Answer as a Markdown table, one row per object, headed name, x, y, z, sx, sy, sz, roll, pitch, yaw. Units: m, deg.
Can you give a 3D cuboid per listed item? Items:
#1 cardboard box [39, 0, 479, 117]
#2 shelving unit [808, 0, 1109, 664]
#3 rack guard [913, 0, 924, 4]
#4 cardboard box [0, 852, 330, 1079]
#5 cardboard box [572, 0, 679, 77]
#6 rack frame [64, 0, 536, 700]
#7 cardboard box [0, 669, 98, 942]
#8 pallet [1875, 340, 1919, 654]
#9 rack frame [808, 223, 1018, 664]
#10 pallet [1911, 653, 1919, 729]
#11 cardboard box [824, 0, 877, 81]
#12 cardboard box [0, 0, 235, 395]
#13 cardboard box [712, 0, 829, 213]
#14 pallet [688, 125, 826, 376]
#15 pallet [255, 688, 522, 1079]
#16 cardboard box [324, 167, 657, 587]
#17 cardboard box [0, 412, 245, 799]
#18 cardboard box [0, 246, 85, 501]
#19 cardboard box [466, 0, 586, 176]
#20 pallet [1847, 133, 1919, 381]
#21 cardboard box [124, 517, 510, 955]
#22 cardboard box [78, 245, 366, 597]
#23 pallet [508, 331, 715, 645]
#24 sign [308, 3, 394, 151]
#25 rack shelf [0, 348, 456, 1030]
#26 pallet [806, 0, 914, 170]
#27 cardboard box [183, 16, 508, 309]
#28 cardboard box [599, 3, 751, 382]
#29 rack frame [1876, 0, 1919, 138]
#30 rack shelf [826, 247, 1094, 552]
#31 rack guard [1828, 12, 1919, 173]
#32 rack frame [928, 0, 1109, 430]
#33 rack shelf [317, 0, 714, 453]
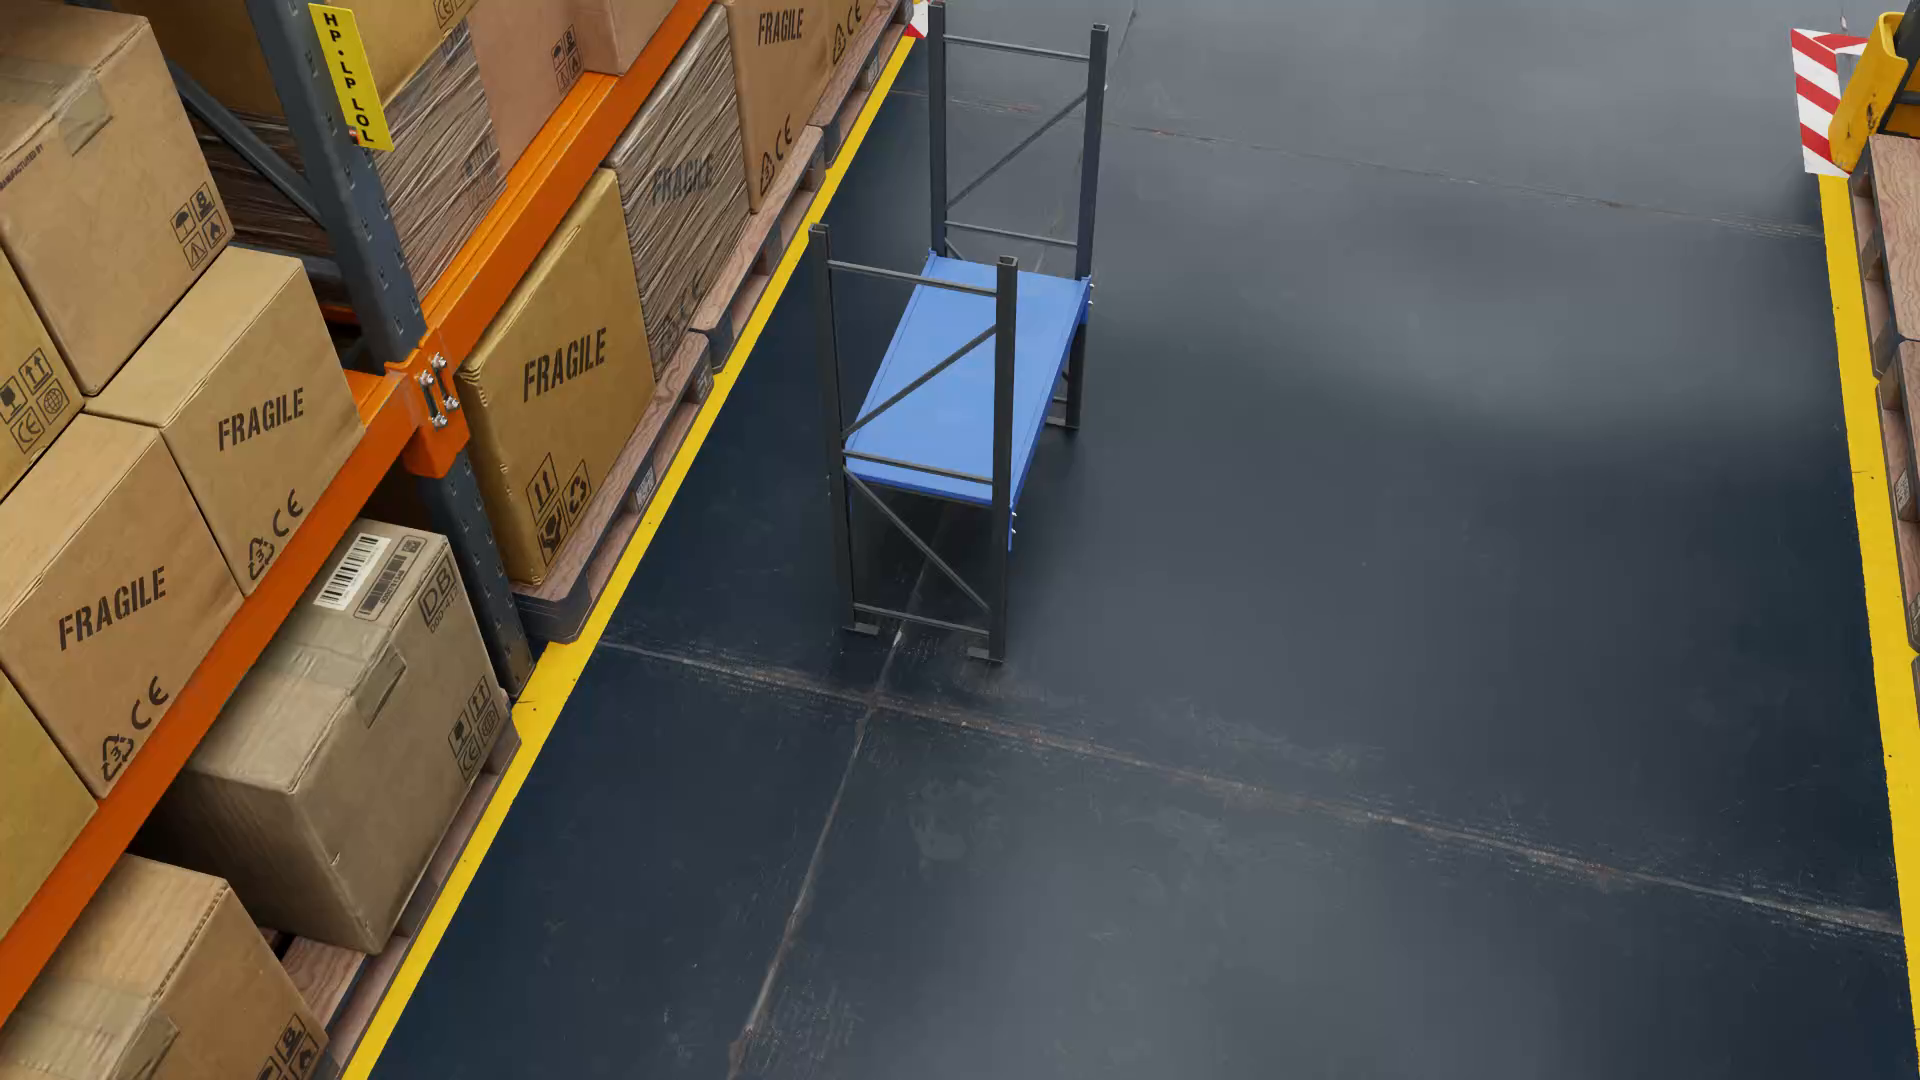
| name | x | y | z | sx | sy | sz | roll | pitch | yaw |
| --- | --- | --- | --- | --- | --- | --- | --- | --- | --- |
| cardboard box | -1.622 | -1.337 | 3.609 | 0.875 | 0.550 | 0.550 | 12 | 50 | 10 |
| shelving unit | 0.022 | -0.558 | 4.742 | 0.538 | 1.500 | 1.048 | 12 | 50 | 10 |
| rack guard | -0.693 | -2.753 | 7.347 | 1.175 | 0.500 | 0.348 | 12 | 50 | 10 |
| cardboard box | -2.086 | 1.099 | 3.500 | 1.050 | 0.750 | 0.750 | 12 | 50 | 10 |
| cardboard box | -1.288 | -1.758 | 4.701 | 0.875 | 0.550 | 0.550 | 12 | 50 | 10 |
| rack frame | -1.752 | -0.670 | 3.841 | 1.000 | 3.000 | 0.127 | 12 | 50 | 10 |
| cardboard box | -1.897 | 0.458 | 2.778 | 0.500 | 0.500 | 0.500 | 12 | 50 | 10 |
| pallet | 3.468 | -0.073 | 5.174 | 1.003 | 0.211 | 1.213 | 12 | 50 | 10 |
| rack frame | -0.111 | -0.190 | 4.418 | 0.500 | 1.500 | 0.032 | 12 | 50 | 10 |
| pallet | 3.149 | 0.812 | 4.393 | 1.003 | 0.211 | 1.213 | 12 | 50 | 10 |
| cardboard box | -0.814 | -2.496 | 6.589 | 0.875 | 0.875 | 0.875 | 12 | 50 | 10 |
| cardboard box | -1.877 | -0.674 | 3.110 | 0.700 | 0.500 | 0.500 | 11 | 49 | 9 |
| cardboard box | -1.043 | -1.859 | 6.027 | 0.875 | 0.875 | 0.875 | 11 | 49 | 9 |
| pallet | -1.157 | -1.167 | 6.139 | 1.003 | 0.211 | 1.213 | 12 | 50 | 10 |
| pallet | -1.882 | 0.826 | 4.380 | 1.003 | 0.211 | 1.213 | 12 | 50 | 10 |
| cardboard box | -1.519 | -0.547 | 4.869 | 0.875 | 0.875 | 0.875 | 12 | 50 | 11 |
| cardboard box | -1.764 | 0.093 | 3.101 | 0.500 | 0.500 | 0.500 | 11 | 50 | 10 |
| cardboard box | -2.010 | -0.301 | 2.782 | 0.700 | 0.500 | 0.500 | 11 | 49 | 9 |
| cardboard box | -1.543 | -1.391 | 4.377 | 0.875 | 0.550 | 0.550 | 12 | 50 | 10 |
| pallet | 3.792 | -0.953 | 5.950 | 1.003 | 0.211 | 1.213 | 12 | 50 | 10 |
| cardboard box | -1.828 | 0.402 | 4.115 | 1.050 | 0.750 | 0.750 | 11 | 50 | 10 |
| cardboard box | -1.631 | -0.273 | 3.423 | 0.500 | 0.500 | 0.500 | 11 | 50 | 10 |
| pallet | -1.476 | -0.282 | 5.358 | 1.003 | 0.211 | 1.213 | 12 | 50 | 10 |
| sign | -1.226 | -0.927 | 3.348 | 0.100 | 0.325 | 0.005 | 12 | 50 | 10 |
| rack shelf | -2.278 | 1.015 | 2.834 | 1.077 | 0.370 | 4.000 | 12 | 50 | 10 |
| pallet | -0.834 | -2.047 | 6.916 | 1.003 | 0.211 | 1.213 | 12 | 50 | 10 |
| cardboard box | -1.666 | -0.989 | 4.022 | 0.875 | 0.550 | 0.550 | 12 | 50 | 10 |
| cardboard box | -1.285 | -1.200 | 5.445 | 0.875 | 0.875 | 0.875 | 12 | 50 | 10 |
| rack frame | 4.059 | -2.511 | 5.466 | 1.000 | 3.000 | 0.127 | 12 | 50 | 10 |
| rack shelf | 0.022 | -0.439 | 4.877 | 0.538 | 0.185 | 1.000 | 12 | 50 | 10 |
| rack guard | 4.039 | -1.629 | 6.354 | 1.175 | 0.500 | 0.348 | 12 | 50 | 10 |
| rack frame | 0.156 | -0.926 | 5.067 | 0.500 | 1.500 | 0.032 | 12 | 50 | 10 |
| rack shelf | -1.225 | -1.879 | 5.387 | 1.077 | 0.370 | 4.000 | 12 | 50 | 10 |
